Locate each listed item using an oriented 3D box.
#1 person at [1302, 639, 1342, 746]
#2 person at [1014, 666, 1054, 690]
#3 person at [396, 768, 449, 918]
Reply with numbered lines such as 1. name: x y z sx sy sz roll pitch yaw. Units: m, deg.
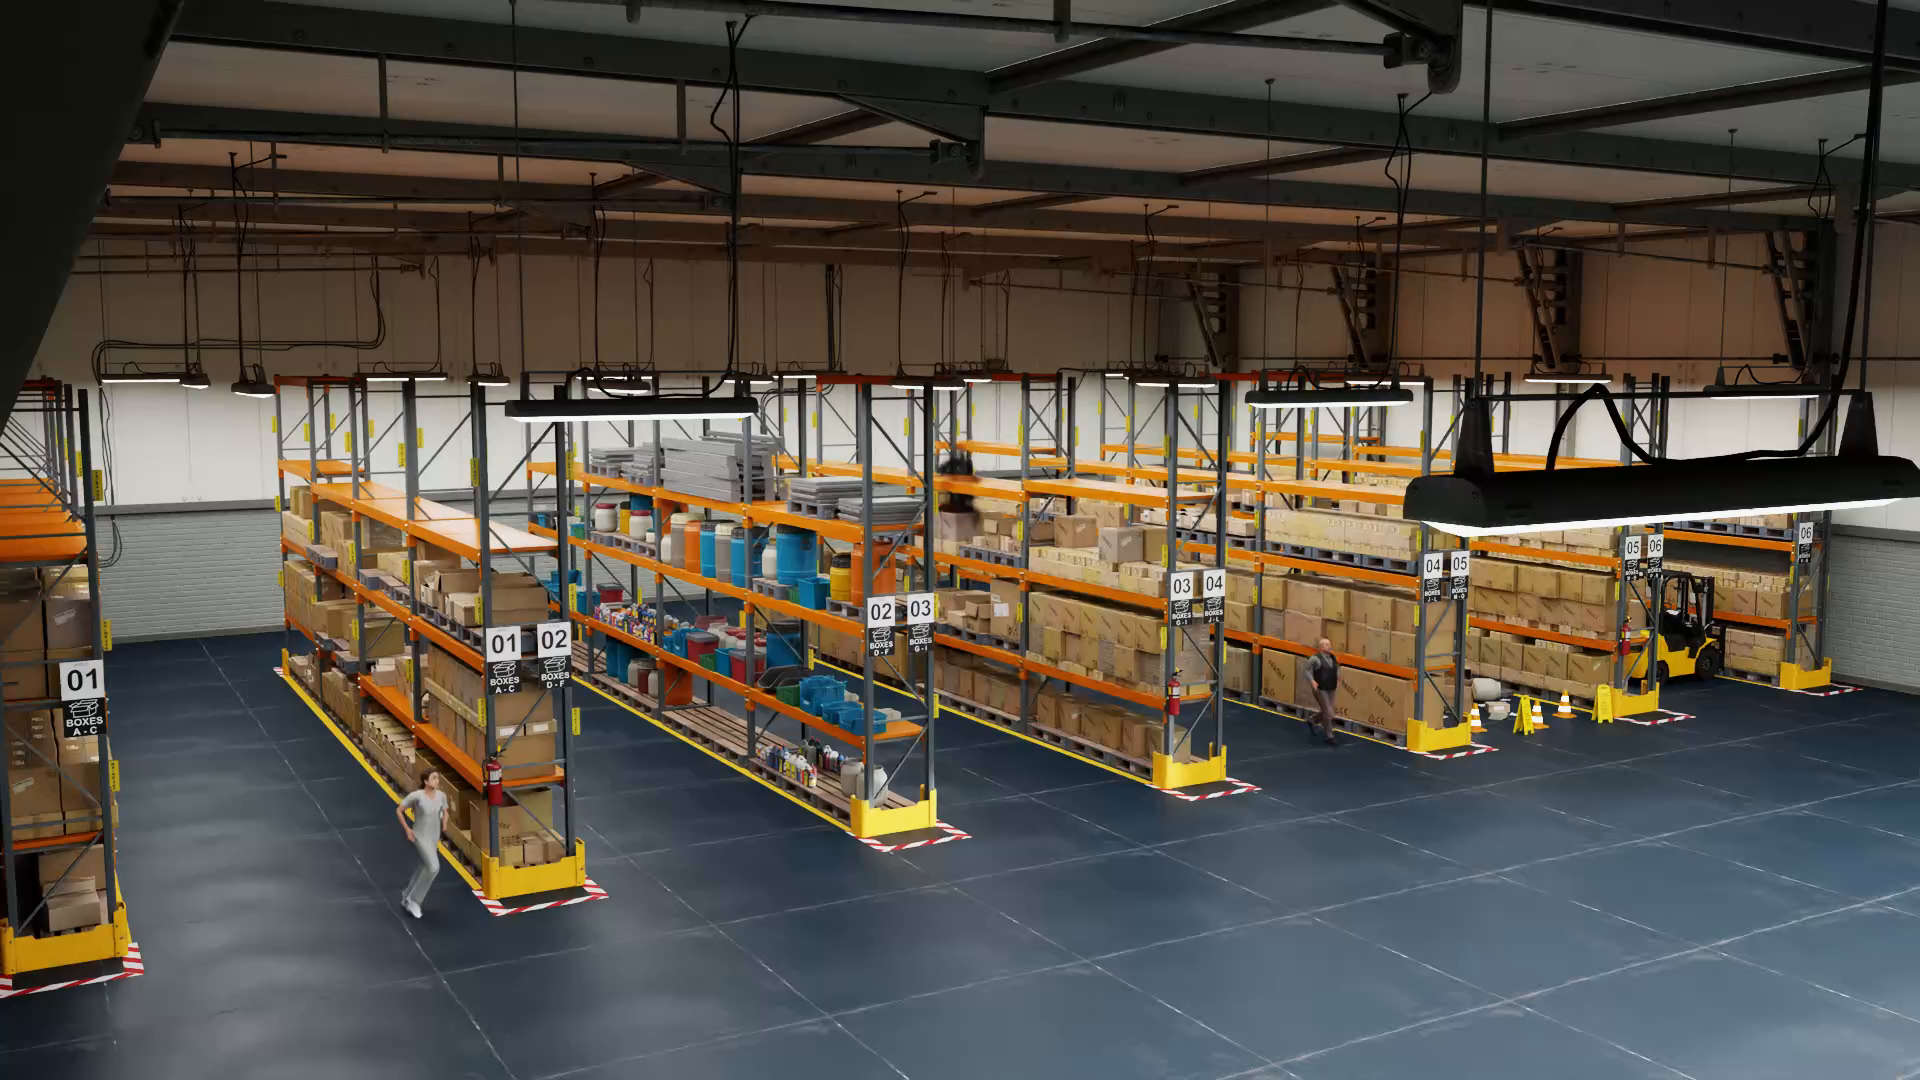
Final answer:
1. person: 5.980 2.474 27.399 0.672 1.716 0.855 -4 7 -32
2. person: 1.428 1.957 31.913 0.662 1.776 0.984 -5 8 -40
3. person: -6.113 3.436 19.049 0.625 1.656 0.580 4 7 29
